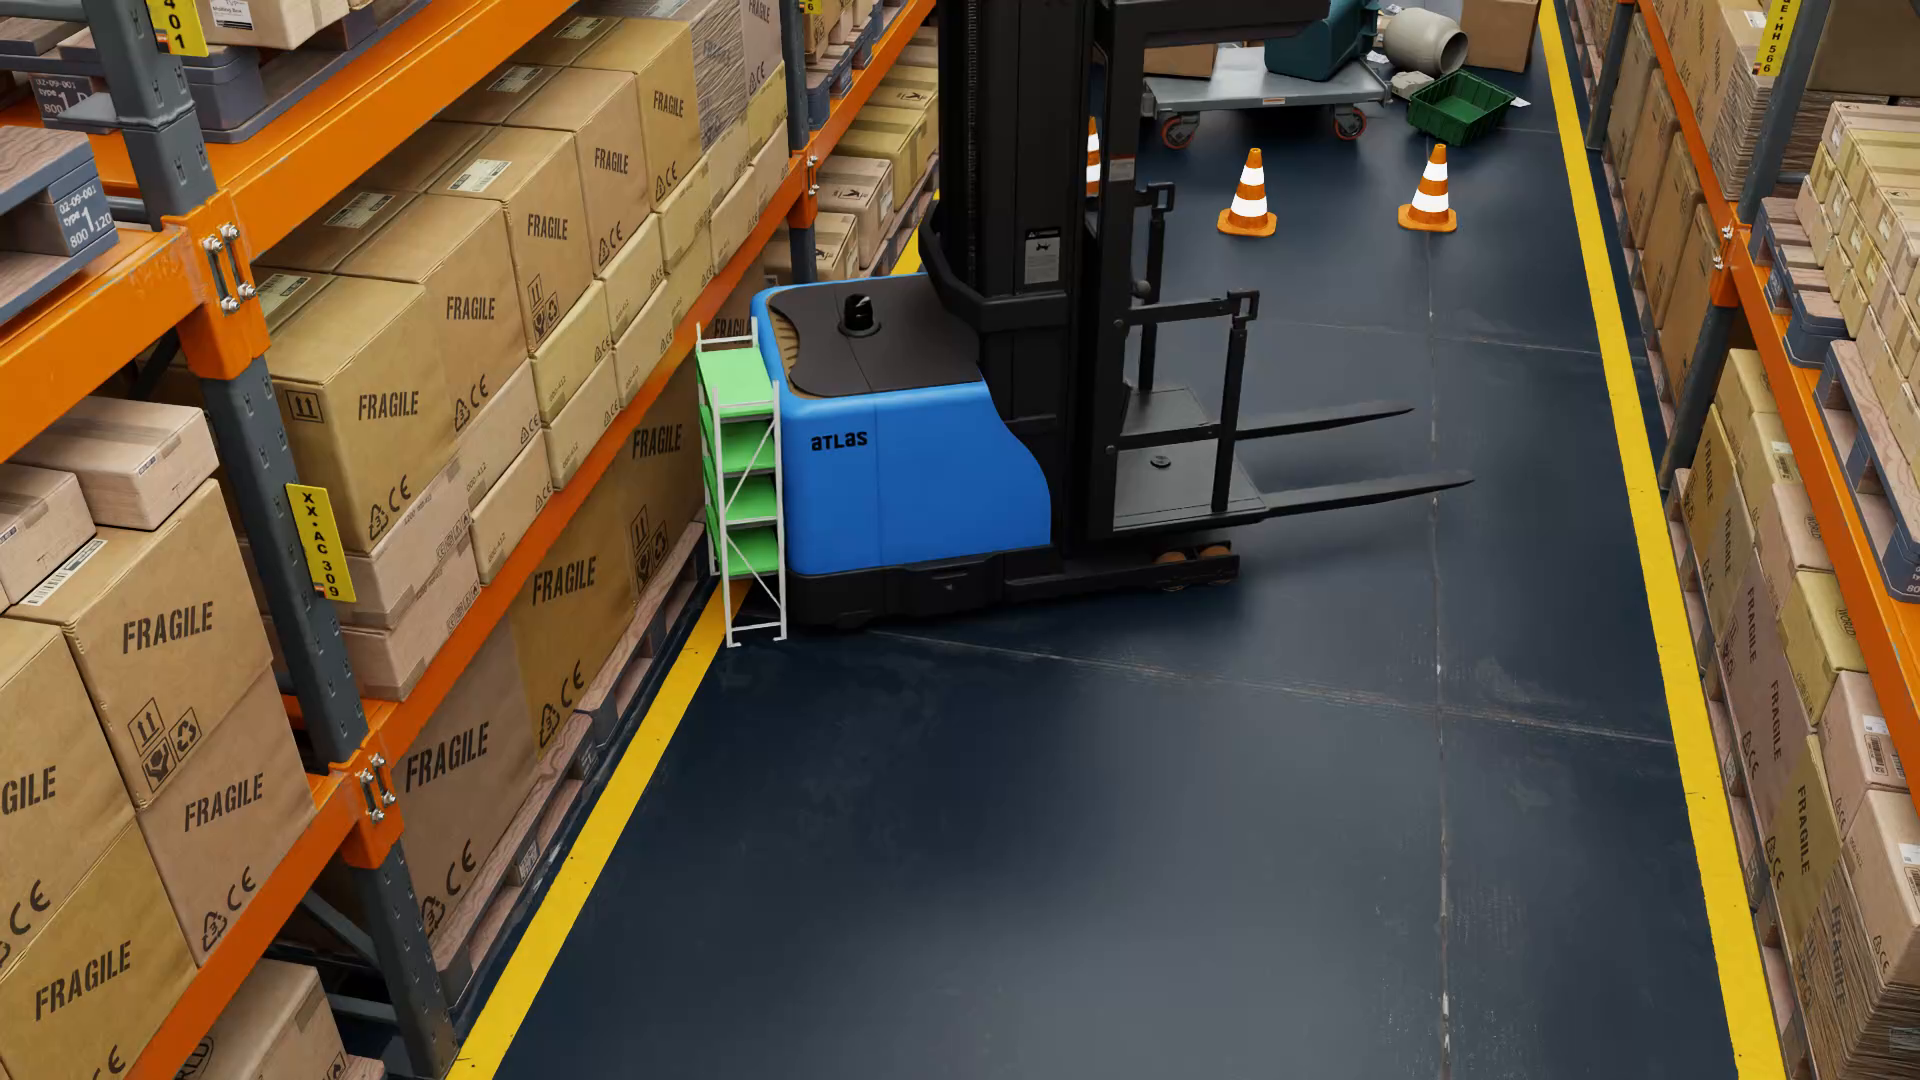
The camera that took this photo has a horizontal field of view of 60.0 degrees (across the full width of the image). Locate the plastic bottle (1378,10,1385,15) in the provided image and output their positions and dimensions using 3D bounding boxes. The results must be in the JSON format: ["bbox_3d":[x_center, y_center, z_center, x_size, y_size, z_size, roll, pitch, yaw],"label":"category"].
[{"bbox_3d":[3.180,-3.985,12.696,0.133,0.061,0.283,-5,36,-6],"label":"plastic bottle"}]

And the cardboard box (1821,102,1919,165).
[{"bbox_3d":[3.393,-1.473,6.075,0.380,0.149,0.250,7,37,10],"label":"cardboard box"}]

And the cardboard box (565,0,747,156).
[{"bbox_3d":[-1.132,-1.790,6.227,0.500,0.500,0.500,8,37,11],"label":"cardboard box"}]

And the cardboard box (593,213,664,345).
[{"bbox_3d":[-1.337,-0.913,5.656,0.500,0.250,0.500,6,36,9],"label":"cardboard box"}]

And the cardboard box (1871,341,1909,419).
[{"bbox_3d":[3.108,-0.483,5.217,0.380,0.149,0.250,8,37,11],"label":"cardboard box"}]

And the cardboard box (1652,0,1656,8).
[{"bbox_3d":[4.054,-3.183,9.001,0.500,0.500,0.500,8,37,10],"label":"cardboard box"}]

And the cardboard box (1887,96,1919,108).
[{"bbox_3d":[4.041,-1.671,6.914,0.500,0.500,0.500,8,37,10],"label":"cardboard box"}]

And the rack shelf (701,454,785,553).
[{"bbox_3d":[-0.858,-0.162,6.557,0.258,0.148,0.480,-7,37,-13],"label":"rack shelf"}]

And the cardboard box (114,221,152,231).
[{"bbox_3d":[-2.077,-0.707,4.732,0.500,0.500,0.500,8,37,11],"label":"cardboard box"}]

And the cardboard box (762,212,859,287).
[{"bbox_3d":[-1.045,-1.398,8.504,0.950,0.372,0.625,5,36,7],"label":"cardboard box"}]

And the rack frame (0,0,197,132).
[{"bbox_3d":[-2.030,-2.105,2.486,1.000,3.000,0.127,7,37,10],"label":"rack frame"}]

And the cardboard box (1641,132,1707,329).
[{"bbox_3d":[4.083,-1.505,8.330,1.050,0.750,0.750,8,37,11],"label":"cardboard box"}]

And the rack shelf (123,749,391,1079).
[{"bbox_3d":[-2.457,1.762,2.876,1.077,0.370,4.000,7,37,10],"label":"rack shelf"}]

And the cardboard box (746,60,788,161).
[{"bbox_3d":[-1.031,-1.801,6.881,0.500,0.250,0.500,7,37,10],"label":"cardboard box"}]

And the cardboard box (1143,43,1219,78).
[{"bbox_3d":[1.424,-3.351,10.802,0.500,0.500,0.500,7,37,10],"label":"cardboard box"}]

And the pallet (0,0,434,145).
[{"bbox_3d":[-1.882,-1.345,4.157,0.805,0.209,1.217,6,36,8],"label":"pallet"}]

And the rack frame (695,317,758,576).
[{"bbox_3d":[-0.918,-0.354,6.709,0.240,1.200,0.015,-7,37,-13],"label":"rack frame"}]

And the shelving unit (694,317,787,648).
[{"bbox_3d":[-0.856,-0.213,6.519,0.258,1.200,0.503,-7,37,-13],"label":"shelving unit"}]

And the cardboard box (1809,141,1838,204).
[{"bbox_3d":[3.382,-1.344,6.151,0.380,0.149,0.250,9,37,12],"label":"cardboard box"}]

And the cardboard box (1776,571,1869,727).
[{"bbox_3d":[2.961,0.368,5.319,0.500,0.250,0.500,6,36,8],"label":"cardboard box"}]

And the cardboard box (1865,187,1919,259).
[{"bbox_3d":[3.225,-1.029,5.463,0.380,0.149,0.250,6,36,8],"label":"cardboard box"}]

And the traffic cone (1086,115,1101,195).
[{"bbox_3d":[0.782,-2.349,10.097,0.336,0.463,0.334,7,37,10],"label":"traffic cone"}]

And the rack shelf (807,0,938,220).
[{"bbox_3d":[-0.748,-2.825,9.204,1.077,0.370,4.000,7,37,10],"label":"rack shelf"}]

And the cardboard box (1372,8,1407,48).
[{"bbox_3d":[3.104,-3.809,12.279,0.396,0.266,0.258,14,38,18],"label":"cardboard box"}]

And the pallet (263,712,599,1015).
[{"bbox_3d":[-1.939,1.001,5.689,1.003,0.211,1.213,7,37,10],"label":"pallet"}]

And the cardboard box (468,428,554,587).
[{"bbox_3d":[-1.569,-0.131,5.003,0.500,0.250,0.500,6,36,9],"label":"cardboard box"}]

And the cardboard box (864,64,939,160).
[{"bbox_3d":[-0.581,-2.655,10.238,0.950,0.372,0.625,10,37,13],"label":"cardboard box"}]

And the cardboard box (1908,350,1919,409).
[{"bbox_3d":[3.055,-0.450,4.917,0.380,0.149,0.250,9,37,12],"label":"cardboard box"}]

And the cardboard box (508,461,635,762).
[{"bbox_3d":[-1.790,0.130,5.967,0.875,0.875,0.875,8,37,11],"label":"cardboard box"}]

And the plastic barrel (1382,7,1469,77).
[{"bbox_3d":[3.280,-3.499,11.718,0.421,0.421,0.512,-24,42,-30],"label":"plastic barrel"}]

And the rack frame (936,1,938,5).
[{"bbox_3d":[-0.321,-4.262,10.575,1.000,3.000,0.127,7,37,10],"label":"rack frame"}]

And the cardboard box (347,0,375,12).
[{"bbox_3d":[-1.558,-1.570,3.861,0.500,0.500,0.500,7,36,9],"label":"cardboard box"}]

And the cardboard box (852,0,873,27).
[{"bbox_3d":[-0.649,-2.665,8.227,0.380,0.149,0.250,8,37,10],"label":"cardboard box"}]

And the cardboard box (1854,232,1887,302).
[{"bbox_3d":[3.219,-0.890,5.524,0.380,0.149,0.250,7,37,10],"label":"cardboard box"}]

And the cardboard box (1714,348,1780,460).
[{"bbox_3d":[3.298,-0.503,6.522,0.500,0.250,0.500,6,36,8],"label":"cardboard box"}]

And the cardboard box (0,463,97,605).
[{"bbox_3d":[-1.947,-0.030,3.245,0.380,0.149,0.250,8,37,11],"label":"cardboard box"}]

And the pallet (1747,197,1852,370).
[{"bbox_3d":[3.634,-0.907,6.109,1.213,0.211,1.003,7,37,10],"label":"pallet"}]

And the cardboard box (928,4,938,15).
[{"bbox_3d":[0.069,-3.927,11.459,0.500,0.500,0.500,9,37,12],"label":"cardboard box"}]

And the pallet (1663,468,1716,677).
[{"bbox_3d":[3.513,0.170,6.835,1.003,0.211,1.213,7,37,10],"label":"pallet"}]

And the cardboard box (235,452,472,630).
[{"bbox_3d":[-1.661,-0.035,4.444,0.500,0.250,0.500,6,36,9],"label":"cardboard box"}]

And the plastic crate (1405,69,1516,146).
[{"bbox_3d":[3.293,-2.848,10.971,0.450,0.188,0.662,36,48,26],"label":"plastic crate"}]

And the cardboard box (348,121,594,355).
[{"bbox_3d":[-1.464,-0.920,5.026,0.500,0.500,0.500,6,36,9],"label":"cardboard box"}]

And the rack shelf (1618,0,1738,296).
[{"bbox_3d":[4.109,-2.262,8.428,1.077,0.370,4.000,7,37,10],"label":"rack shelf"}]

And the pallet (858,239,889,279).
[{"bbox_3d":[-1.007,-1.288,8.847,1.003,0.211,1.213,7,37,10],"label":"pallet"}]

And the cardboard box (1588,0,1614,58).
[{"bbox_3d":[4.928,-3.879,11.498,0.875,0.875,0.875,8,37,10],"label":"cardboard box"}]

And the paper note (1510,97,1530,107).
[{"bbox_3d":[3.795,-2.997,11.358,0.147,0.020,0.142,-17,39,-22],"label":"paper note"}]

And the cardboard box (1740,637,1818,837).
[{"bbox_3d":[2.963,0.685,5.521,0.500,0.500,0.500,7,36,9],"label":"cardboard box"}]

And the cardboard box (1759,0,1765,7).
[{"bbox_3d":[4.002,-2.693,7.472,0.700,0.500,0.500,7,36,9],"label":"cardboard box"}]

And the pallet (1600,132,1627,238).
[{"bbox_3d":[4.445,-2.119,9.994,1.003,0.211,1.213,7,37,10],"label":"pallet"}]

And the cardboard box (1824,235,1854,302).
[{"bbox_3d":[3.274,-0.935,5.841,0.380,0.149,0.250,9,37,12],"label":"cardboard box"}]

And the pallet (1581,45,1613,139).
[{"bbox_3d":[4.775,-2.997,11.205,1.003,0.211,1.213,7,37,10],"label":"pallet"}]

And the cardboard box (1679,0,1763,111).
[{"bbox_3d":[3.730,-2.311,7.798,0.500,0.500,0.500,7,36,9],"label":"cardboard box"}]

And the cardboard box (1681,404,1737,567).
[{"bbox_3d":[3.281,-0.191,6.730,0.500,0.500,0.500,6,36,8],"label":"cardboard box"}]

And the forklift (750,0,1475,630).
[{"bbox_3d":[0.694,-1.268,6.501,3.031,2.935,1.130,-7,37,-10],"label":"forklift"}]

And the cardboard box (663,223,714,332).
[{"bbox_3d":[-1.247,-1.005,6.208,0.500,0.250,0.500,7,37,9],"label":"cardboard box"}]

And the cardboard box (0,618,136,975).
[{"bbox_3d":[-1.977,0.474,3.103,0.500,0.500,0.500,7,36,9],"label":"cardboard box"}]

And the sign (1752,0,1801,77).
[{"bbox_3d":[3.139,-1.943,6.388,0.100,0.325,0.005,7,37,10],"label":"sign"}]
